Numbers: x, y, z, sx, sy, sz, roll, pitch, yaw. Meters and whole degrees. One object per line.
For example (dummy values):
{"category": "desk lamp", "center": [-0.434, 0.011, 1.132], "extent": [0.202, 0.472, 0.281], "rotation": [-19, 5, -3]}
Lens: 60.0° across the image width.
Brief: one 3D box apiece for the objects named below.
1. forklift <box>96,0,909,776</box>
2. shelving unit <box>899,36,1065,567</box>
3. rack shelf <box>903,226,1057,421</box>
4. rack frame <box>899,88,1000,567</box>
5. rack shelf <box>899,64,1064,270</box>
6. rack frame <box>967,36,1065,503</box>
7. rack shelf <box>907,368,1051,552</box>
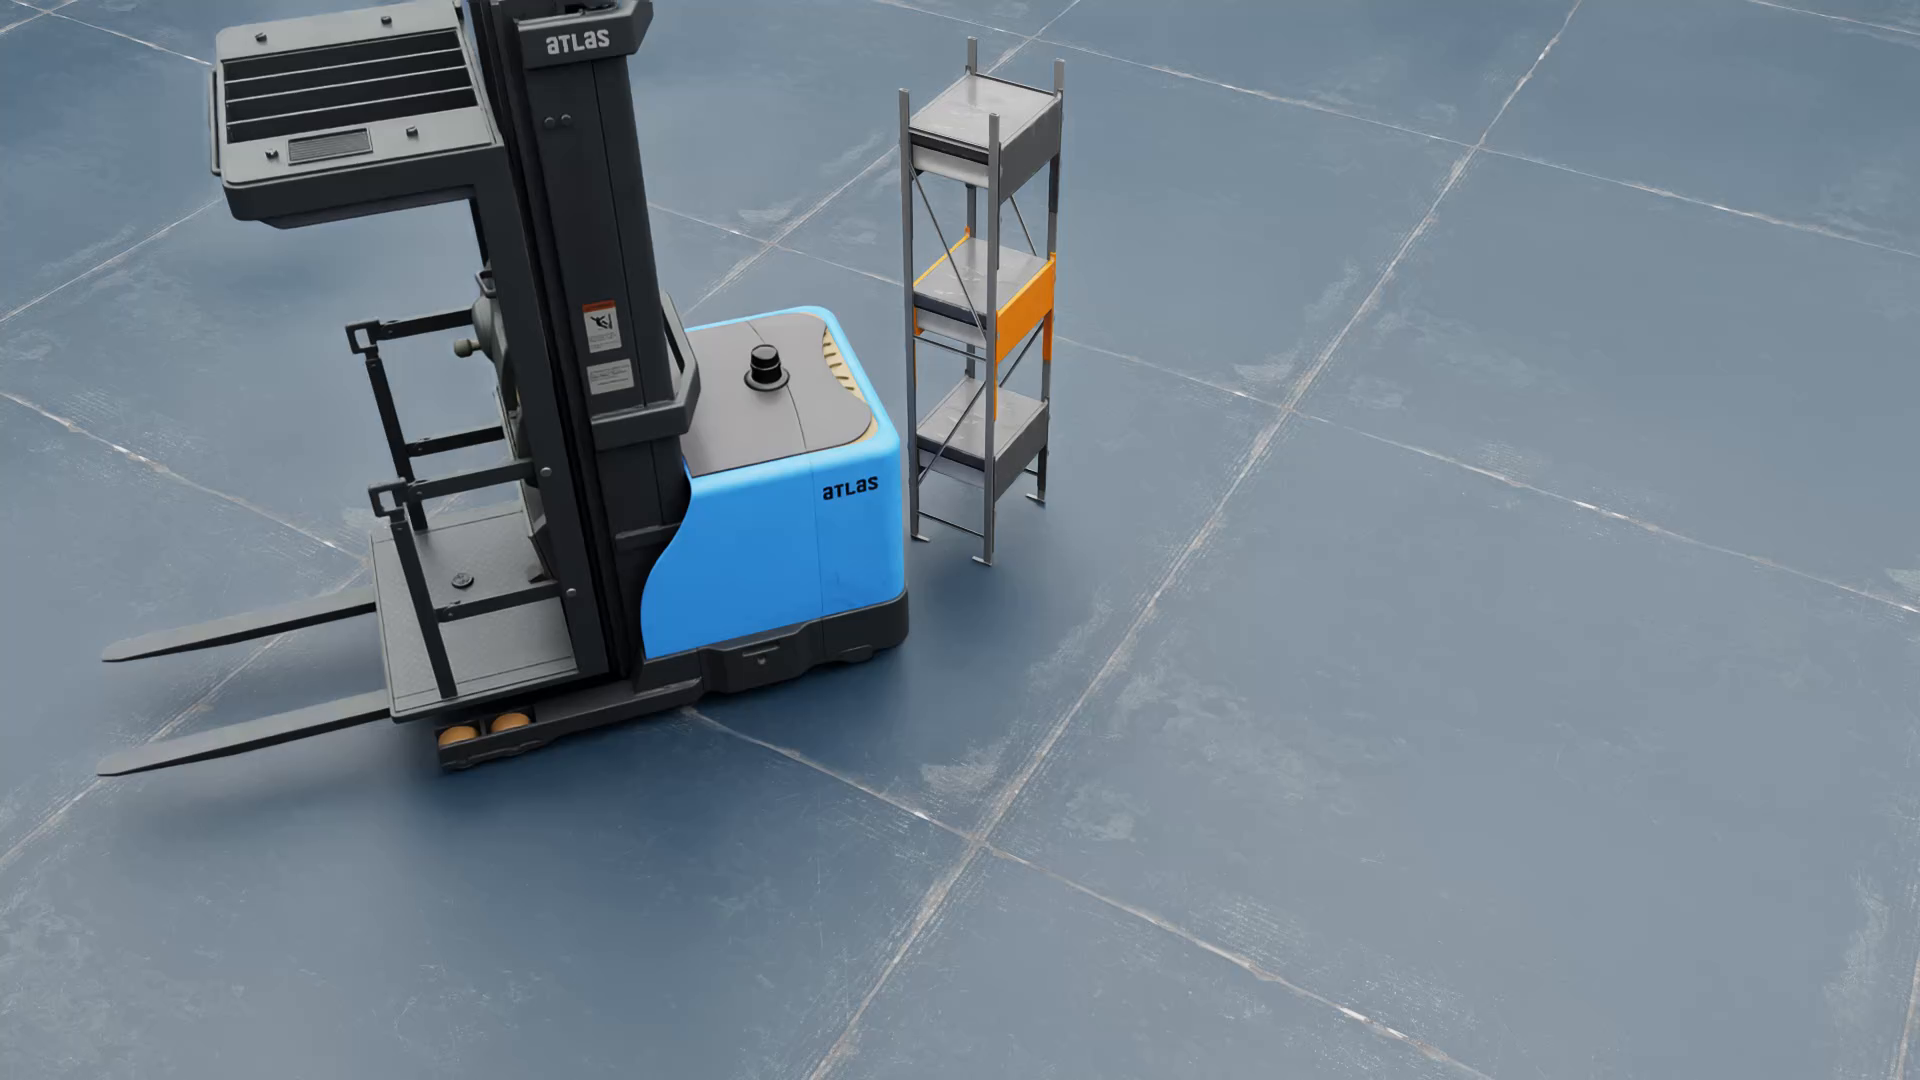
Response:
{"category": "forklift", "center": [-1.779, -0.633, 5.751], "extent": [3.031, 2.935, 1.130], "rotation": [-13, 43, -15]}
{"category": "shelving unit", "center": [0.083, -0.883, 6.664], "extent": [0.431, 2.100, 0.503], "rotation": [21, 45, 22]}
{"category": "rack shelf", "center": [0.083, -0.872, 6.673], "extent": [0.431, 0.518, 0.480], "rotation": [21, 45, 22]}
{"category": "rack frame", "center": [-0.039, -0.743, 6.505], "extent": [0.400, 2.100, 0.015], "rotation": [21, 45, 22]}
{"category": "rack shelf", "center": [0.083, -1.398, 6.210], "extent": [0.431, 0.518, 0.480], "rotation": [21, 45, 22]}
{"category": "rack frame", "center": [0.205, -1.022, 6.822], "extent": [0.400, 2.100, 0.015], "rotation": [21, 45, 22]}
{"category": "rack shelf", "center": [0.083, -0.347, 7.135], "extent": [0.431, 0.518, 0.480], "rotation": [21, 45, 22]}
